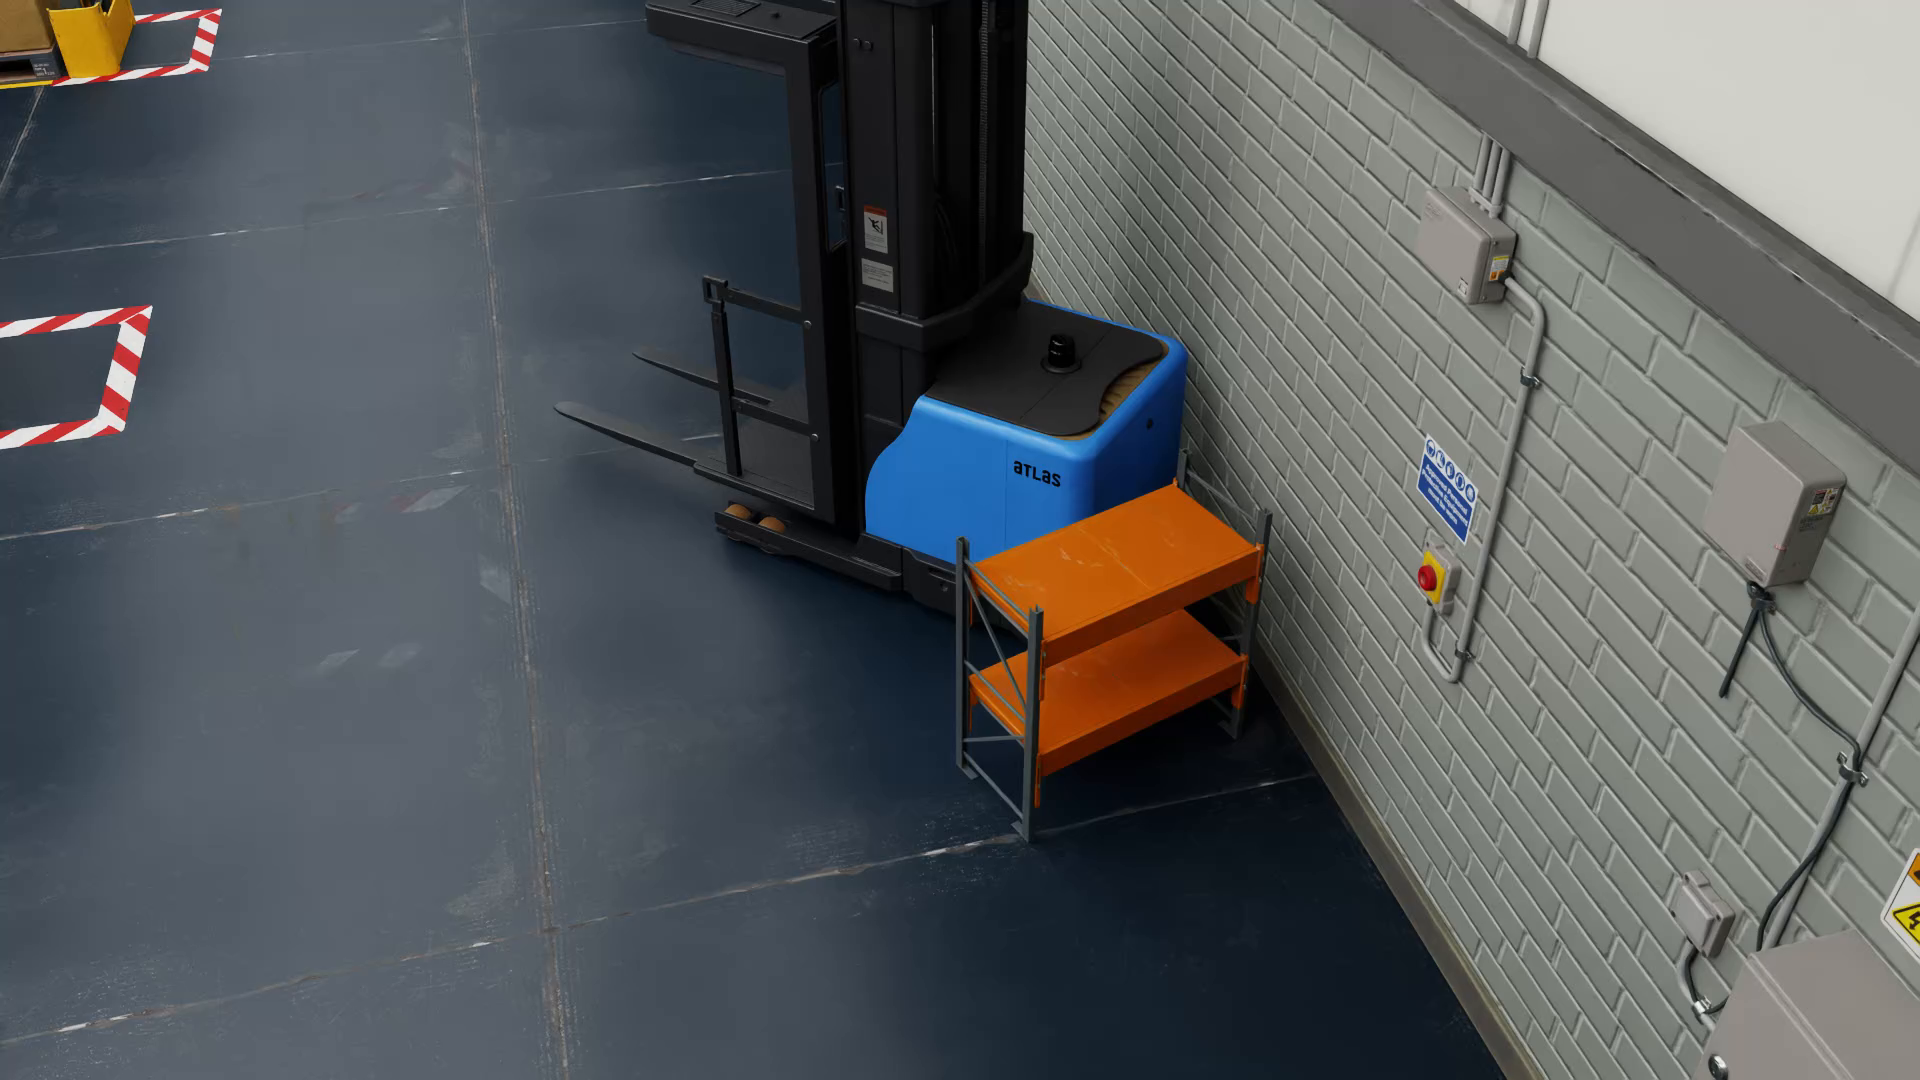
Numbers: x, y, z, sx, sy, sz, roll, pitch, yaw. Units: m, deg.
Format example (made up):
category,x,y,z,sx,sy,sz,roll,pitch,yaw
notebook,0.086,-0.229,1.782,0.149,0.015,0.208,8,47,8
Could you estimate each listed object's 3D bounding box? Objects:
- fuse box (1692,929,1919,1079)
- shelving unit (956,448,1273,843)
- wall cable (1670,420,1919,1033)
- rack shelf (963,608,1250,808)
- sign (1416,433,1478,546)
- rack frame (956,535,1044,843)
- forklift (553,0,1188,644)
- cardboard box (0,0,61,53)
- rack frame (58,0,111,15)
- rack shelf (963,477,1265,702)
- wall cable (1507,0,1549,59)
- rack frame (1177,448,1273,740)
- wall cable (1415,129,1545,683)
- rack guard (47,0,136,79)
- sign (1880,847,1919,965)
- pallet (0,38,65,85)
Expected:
category,x,y,z,sx,sy,sz,roll,pitch,yaw
fuse box,1.901,1.750,4.054,0.414,1.711,0.539,-9,38,-12
shelving unit,0.560,0.394,6.309,1.048,1.125,0.538,-21,42,-26
wall cable,1.875,0.410,3.909,0.122,1.984,0.588,-9,38,-12
rack shelf,0.560,0.588,6.458,1.000,0.278,0.538,-21,42,-26
sign,1.541,-0.162,5.271,0.001,0.218,0.327,-9,38,-12
rack frame,0.133,0.562,6.090,0.032,1.125,0.500,-21,42,-26
forklift,-0.544,-1.357,7.112,3.031,2.935,1.130,20,42,24
cardboard box,-7.124,-4.097,12.041,0.875,0.875,0.875,-9,38,-12
rack frame,-6.527,-4.923,11.717,0.127,3.000,1.000,-9,38,-12
rack shelf,0.560,0.161,6.131,1.000,0.278,0.538,-21,42,-26
wall cable,1.475,-2.559,3.689,0.029,3.000,0.463,-9,38,-12
rack frame,0.987,0.226,6.529,0.032,1.125,0.500,-21,42,-26
wall cable,1.494,-0.433,4.985,0.123,1.953,0.585,-9,38,-12
rack guard,-6.504,-3.934,12.481,0.348,0.500,1.175,-9,38,-12
sign,2.087,0.845,3.497,0.001,0.242,0.339,-9,38,-12
pallet,-7.278,-3.643,12.338,1.213,0.211,1.003,-9,38,-12
